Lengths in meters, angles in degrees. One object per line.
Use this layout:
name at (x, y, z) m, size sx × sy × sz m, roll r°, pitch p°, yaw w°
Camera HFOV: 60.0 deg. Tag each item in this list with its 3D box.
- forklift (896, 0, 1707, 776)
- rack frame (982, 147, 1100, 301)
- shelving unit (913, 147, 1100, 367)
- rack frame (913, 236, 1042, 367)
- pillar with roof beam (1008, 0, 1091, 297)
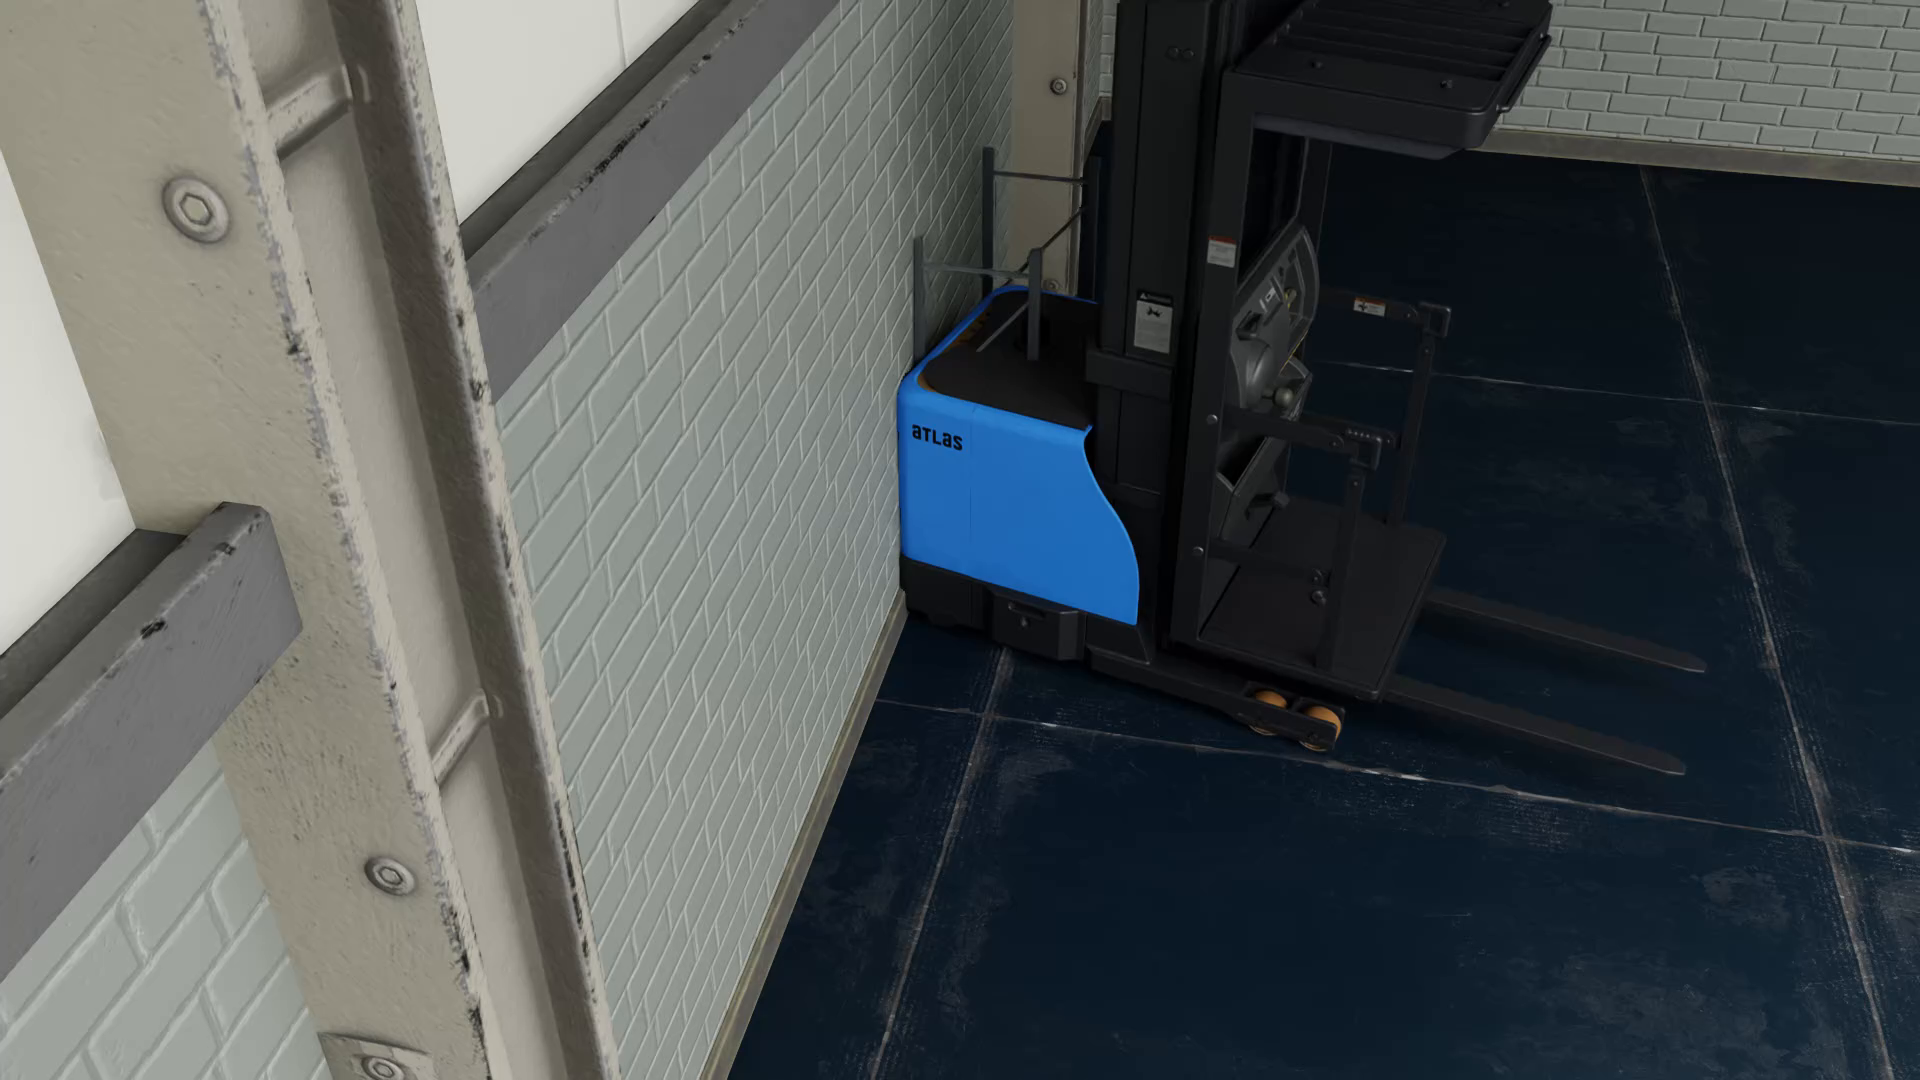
forklift at (1.293, -0.762, 5.803) m, size 3.031 × 2.935 × 1.130 m, roll 16°, pitch 39°, yaw 21°
rack frame at (0.341, -0.985, 7.359) m, size 0.500 × 1.500 × 0.032 m, roll 9°, pitch 34°, yaw 14°
shelving unit at (0.198, -0.717, 6.940) m, size 0.587 × 1.500 × 1.083 m, roll 9°, pitch 34°, yaw 14°
rack frame at (0.060, -0.459, 6.536) m, size 0.500 × 1.500 × 0.032 m, roll 9°, pitch 34°, yaw 14°
pillar with roof beam at (4.634, -4.195, 5.370) m, size 9.100 × 9.000 × 0.400 m, roll 7°, pitch 37°, yaw 10°
